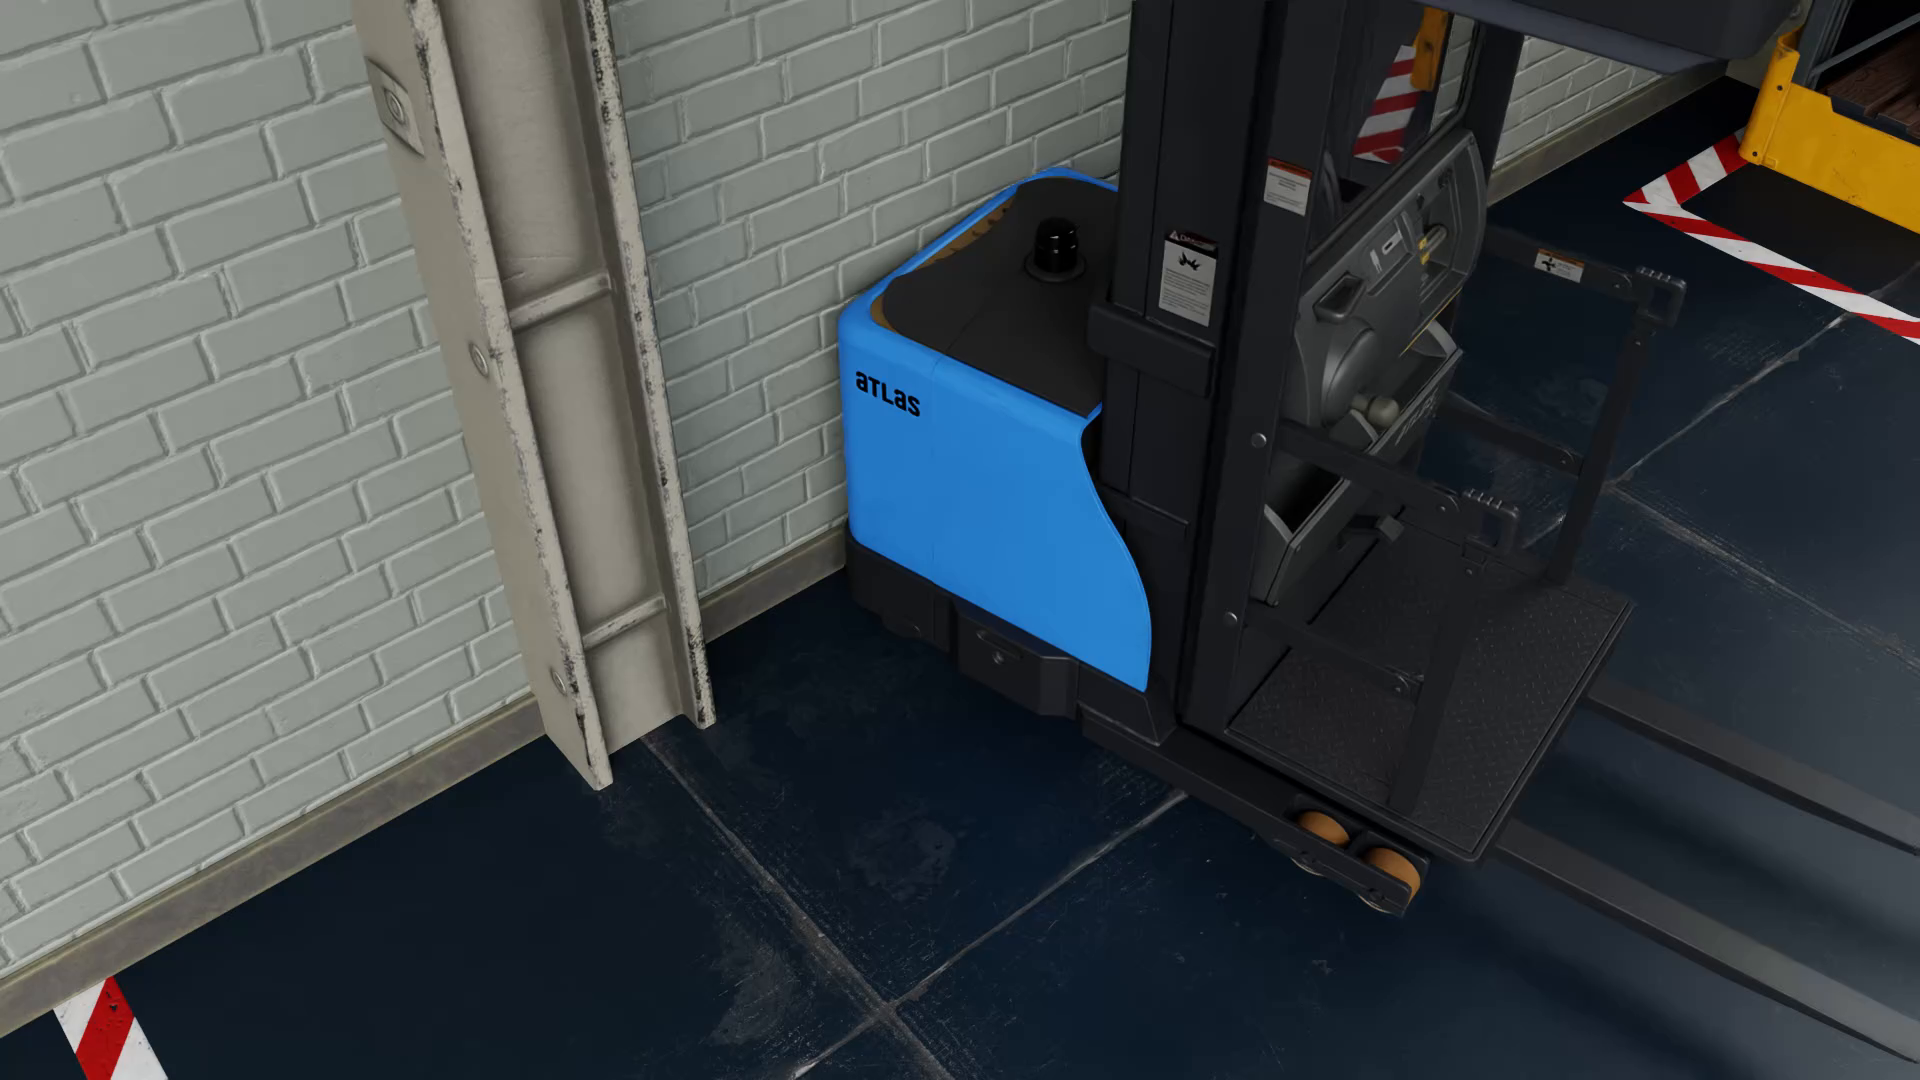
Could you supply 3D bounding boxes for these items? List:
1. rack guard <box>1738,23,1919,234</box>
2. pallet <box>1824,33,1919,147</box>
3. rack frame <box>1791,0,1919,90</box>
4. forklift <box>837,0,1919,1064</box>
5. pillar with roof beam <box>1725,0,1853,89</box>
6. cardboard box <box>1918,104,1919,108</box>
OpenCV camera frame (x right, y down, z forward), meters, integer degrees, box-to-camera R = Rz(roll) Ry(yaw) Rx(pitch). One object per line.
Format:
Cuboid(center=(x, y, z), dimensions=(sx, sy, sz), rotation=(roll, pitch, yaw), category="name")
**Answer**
Cuboid(center=(3.744, -1.573, 6.559), dimensions=(0.348, 0.500, 1.175), rotation=(-30, 51, -28), category="rack guard")
Cuboid(center=(4.389, -1.806, 7.018), dimensions=(1.213, 0.211, 1.003), rotation=(-30, 51, -28), category="pallet")
Cuboid(center=(3.685, -2.450, 5.668), dimensions=(0.127, 3.000, 1.000), rotation=(-30, 51, -28), category="rack frame")
Cuboid(center=(1.150, -0.537, 3.681), dimensions=(3.031, 2.935, 1.130), rotation=(27, 49, 26), category="forklift")
Cuboid(center=(6.429, -3.138, 2.018), dimensions=(0.400, 9.000, 9.100), rotation=(-30, 51, -28), category="pillar with roof beam")
Cuboid(center=(4.274, -1.887, 6.711), dimensions=(0.500, 0.311, 0.500), rotation=(33, 52, 30), category="cardboard box")
